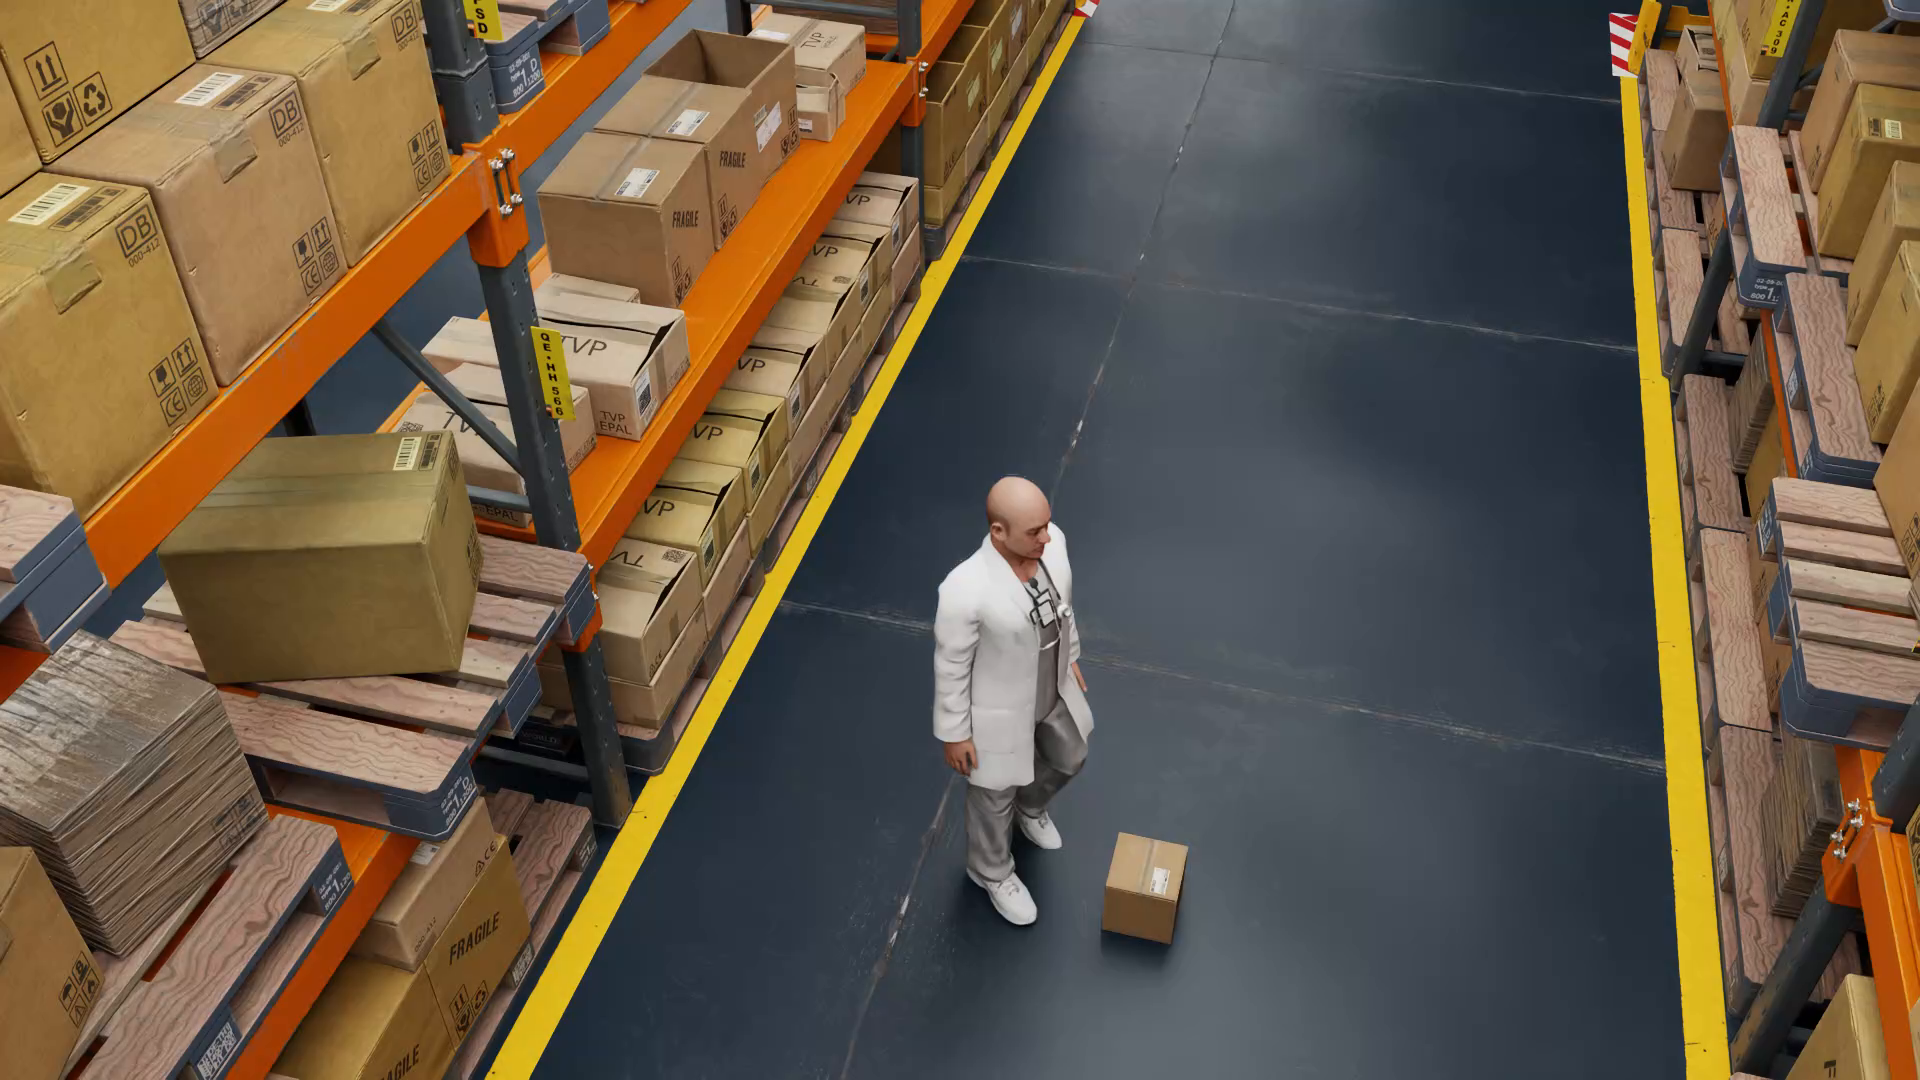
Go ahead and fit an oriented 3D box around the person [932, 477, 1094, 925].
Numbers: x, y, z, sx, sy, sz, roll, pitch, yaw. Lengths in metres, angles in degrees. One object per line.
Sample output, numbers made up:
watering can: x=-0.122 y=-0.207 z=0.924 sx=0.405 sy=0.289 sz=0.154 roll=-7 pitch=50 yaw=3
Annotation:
person: x=0.172 y=0.540 z=5.552 sx=0.508 sy=1.825 sz=0.636 roll=32 pitch=50 yaw=32
